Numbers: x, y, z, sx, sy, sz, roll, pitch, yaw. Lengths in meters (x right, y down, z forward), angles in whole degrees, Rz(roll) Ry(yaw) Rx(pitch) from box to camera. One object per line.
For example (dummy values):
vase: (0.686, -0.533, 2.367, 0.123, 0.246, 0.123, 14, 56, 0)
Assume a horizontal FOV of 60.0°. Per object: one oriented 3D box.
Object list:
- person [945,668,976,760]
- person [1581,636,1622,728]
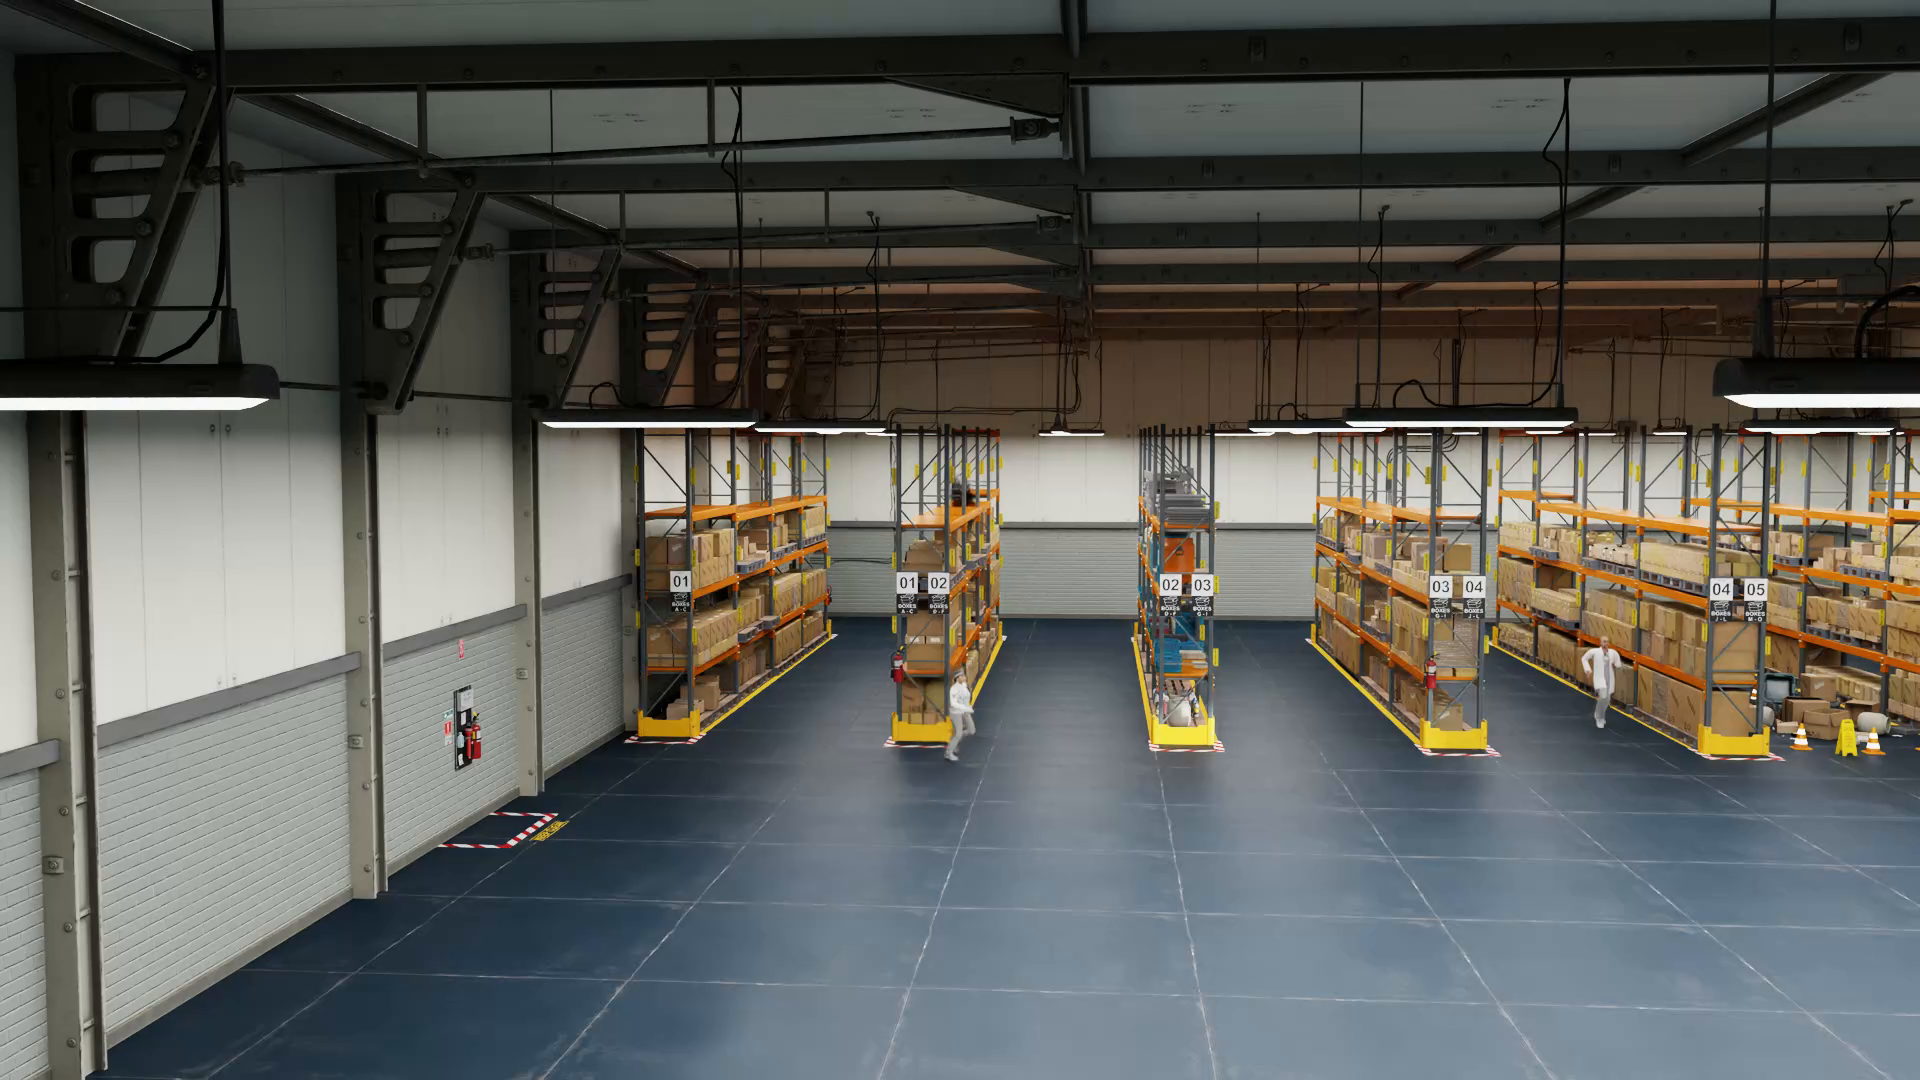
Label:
person: (0.036, 3.099, 29.636, 0.639, 1.652, 0.652, 2, 4, 34)
person: (12.810, 2.827, 33.108, 0.670, 1.834, 0.809, 0, 3, -4)
